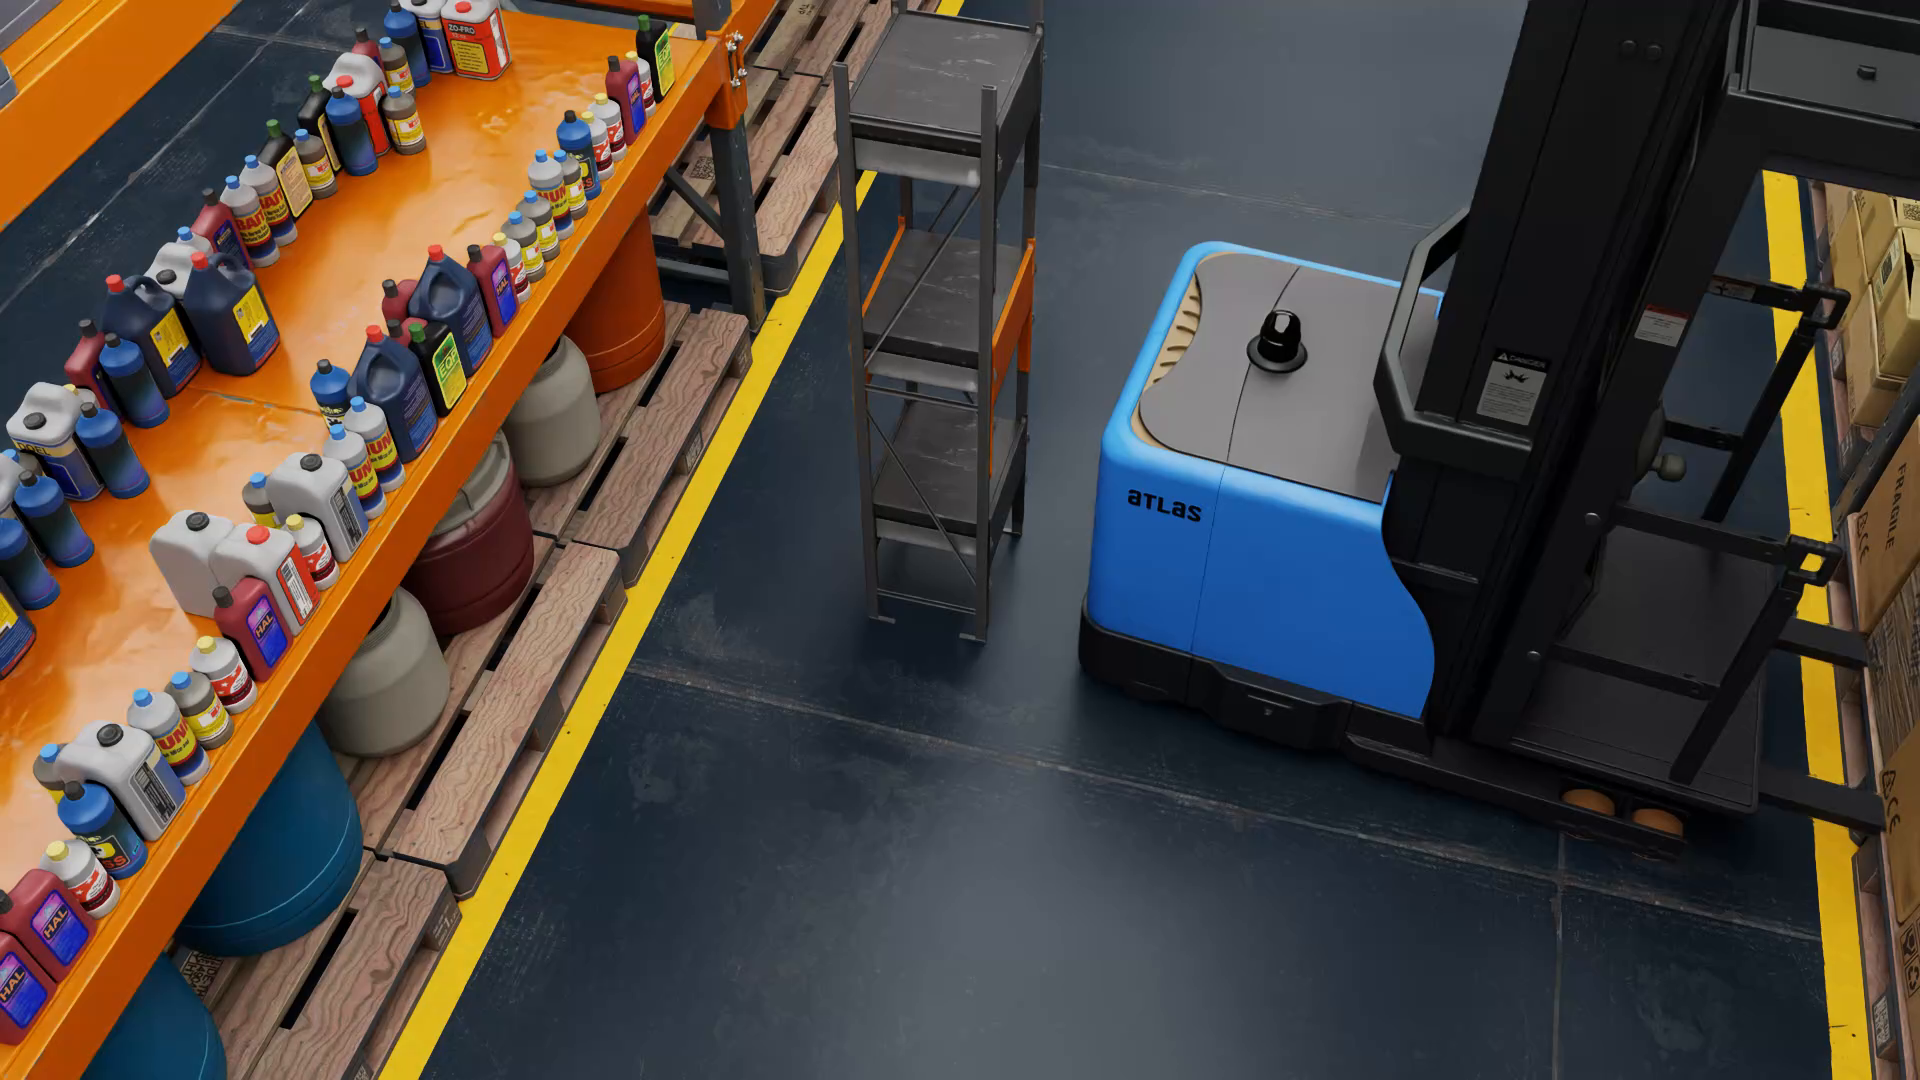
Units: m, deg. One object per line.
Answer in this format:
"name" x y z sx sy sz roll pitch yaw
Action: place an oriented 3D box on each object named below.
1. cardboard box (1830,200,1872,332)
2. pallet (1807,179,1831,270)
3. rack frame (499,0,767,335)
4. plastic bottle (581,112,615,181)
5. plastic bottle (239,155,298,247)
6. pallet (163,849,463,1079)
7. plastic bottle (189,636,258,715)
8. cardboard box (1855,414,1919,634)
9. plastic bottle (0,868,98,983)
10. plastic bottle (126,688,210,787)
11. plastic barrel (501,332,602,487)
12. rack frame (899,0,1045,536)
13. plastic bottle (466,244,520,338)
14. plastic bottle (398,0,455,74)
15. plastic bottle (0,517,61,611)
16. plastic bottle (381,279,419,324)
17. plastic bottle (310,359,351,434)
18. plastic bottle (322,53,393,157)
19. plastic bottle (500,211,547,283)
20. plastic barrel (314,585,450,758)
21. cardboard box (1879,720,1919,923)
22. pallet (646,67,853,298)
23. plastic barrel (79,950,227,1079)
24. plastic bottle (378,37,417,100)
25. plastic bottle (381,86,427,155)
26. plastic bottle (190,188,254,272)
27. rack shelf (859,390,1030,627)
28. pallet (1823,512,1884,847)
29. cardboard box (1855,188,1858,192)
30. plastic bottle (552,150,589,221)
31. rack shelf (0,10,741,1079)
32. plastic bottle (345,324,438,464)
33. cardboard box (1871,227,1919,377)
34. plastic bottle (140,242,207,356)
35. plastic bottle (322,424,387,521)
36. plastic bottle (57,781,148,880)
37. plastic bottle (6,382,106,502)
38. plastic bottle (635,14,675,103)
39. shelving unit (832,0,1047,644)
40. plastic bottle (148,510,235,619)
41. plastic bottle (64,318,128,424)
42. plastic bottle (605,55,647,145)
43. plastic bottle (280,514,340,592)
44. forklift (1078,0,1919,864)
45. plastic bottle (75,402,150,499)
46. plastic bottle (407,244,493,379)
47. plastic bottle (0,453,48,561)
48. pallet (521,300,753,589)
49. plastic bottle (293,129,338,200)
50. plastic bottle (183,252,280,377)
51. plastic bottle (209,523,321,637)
"cardboard box" 3.558 -0.982 6.170 0.500 0.250 0.500 11 49 10
"pallet" 4.100 -1.495 6.929 1.003 0.211 1.213 12 50 10
"rack frame" -1.255 -1.931 5.453 1.000 3.000 0.127 12 50 10
"plastic bottle" -1.084 -1.171 4.915 0.097 0.201 0.097 0 49 0
"plastic bottle" -1.955 -0.962 4.684 0.097 0.271 0.097 0 49 0
"pallet" -2.065 1.335 4.431 1.003 0.211 1.213 12 50 10
"plastic bottle" -1.614 0.285 3.630 0.097 0.201 0.097 0 49 0
"cardboard box" 3.127 0.004 5.120 0.500 0.500 0.500 13 50 12
"plastic bottle" -1.765 0.724 3.188 0.061 0.283 0.133 12 50 10
"plastic bottle" -1.665 0.402 3.480 0.097 0.271 0.097 0 49 0
"plastic barrel" -1.430 -0.463 5.537 0.421 0.512 0.421 0 49 0
"rack frame" 0.021 -0.752 5.013 0.400 2.100 0.015 12 50 10
"plastic bottle" -1.251 -0.689 4.435 0.061 0.283 0.133 12 50 10
"plastic bottle" -1.681 -1.640 5.280 0.152 0.276 0.135 12 50 10
"plastic bottle" -2.162 0.038 3.801 0.097 0.271 0.097 0 49 0
"plastic bottle" -1.439 -0.583 4.342 0.061 0.283 0.133 12 50 10
"plastic bottle" -1.545 -0.340 4.135 0.097 0.271 0.097 0 49 0
"plastic bottle" -1.803 -1.306 4.984 0.152 0.276 0.135 12 50 10
"plastic bottle" -1.213 -0.819 4.605 0.097 0.201 0.097 0 49 0
"plastic barrel" -1.727 0.354 4.816 0.421 0.512 0.421 0 49 0
"cardboard box" 2.858 0.746 4.465 0.500 0.500 0.500 11 49 10
"pallet" -1.014 -1.561 6.987 1.003 0.211 1.213 12 50 10
"plastic barrel" -2.148 1.128 3.873 0.600 0.901 0.708 12 50 10
"plastic bottle" -1.763 -1.467 5.176 0.097 0.201 0.097 0 49 0
"plastic bottle" -1.677 -1.270 5.003 0.097 0.201 0.097 0 49 0
"plastic bottle" -2.029 -0.816 4.547 0.061 0.283 0.133 12 50 10
"rack shelf" -0.044 -0.103 5.392 0.431 0.518 0.480 12 50 10
"pallet" 3.290 0.505 5.164 1.003 0.211 1.213 12 50 10
"cardboard box" 3.689 -1.534 6.283 0.500 0.311 0.500 11 50 10
"plastic bottle" -1.136 -1.030 4.791 0.097 0.201 0.097 0 49 0
"rack shelf" -1.782 -0.246 4.446 1.077 0.370 4.000 12 50 10
"plastic bottle" -1.417 -0.374 4.112 0.144 0.351 0.185 12 50 10
"cardboard box" 3.423 -0.793 5.629 0.500 0.311 0.500 13 50 11
"plastic bottle" -2.046 -0.637 4.395 0.152 0.276 0.135 12 50 10
"plastic bottle" -1.457 -0.170 3.986 0.097 0.271 0.097 0 49 0
"plastic bottle" -1.726 0.570 3.332 0.097 0.271 0.097 0 49 0
"plastic bottle" -2.191 -0.239 4.043 0.152 0.276 0.135 12 50 10
"plastic bottle" -0.950 -1.515 5.164 0.061 0.283 0.133 12 50 10
"shelving unit" -0.044 -0.575 4.857 0.431 2.100 0.503 12 50 10
"plastic bottle" -1.722 0.044 3.793 0.152 0.276 0.135 12 50 10
"plastic bottle" -2.174 -0.418 4.196 0.061 0.283 0.133 12 50 10
"plastic bottle" -1.011 -1.348 5.017 0.061 0.283 0.133 12 50 10
"plastic bottle" -1.518 0.021 3.864 0.097 0.201 0.097 0 49 0
"forklift" 1.950 -0.478 4.217 3.031 2.935 1.130 16 50 13
"plastic bottle" -2.066 -0.227 4.035 0.097 0.271 0.097 0 49 0
"plastic bottle" -1.333 -0.604 4.315 0.144 0.351 0.185 12 50 10
"plastic bottle" -2.252 -0.072 3.895 0.152 0.276 0.135 12 50 10
"pallet" -1.422 -0.429 5.988 1.003 0.211 1.213 12 50 10
"plastic bottle" -1.895 -1.106 4.858 0.097 0.201 0.097 0 49 0
"plastic bottle" -1.910 -0.615 4.325 0.144 0.351 0.185 12 50 10
"plastic bottle" -1.575 0.074 3.766 0.152 0.276 0.135 12 50 10
